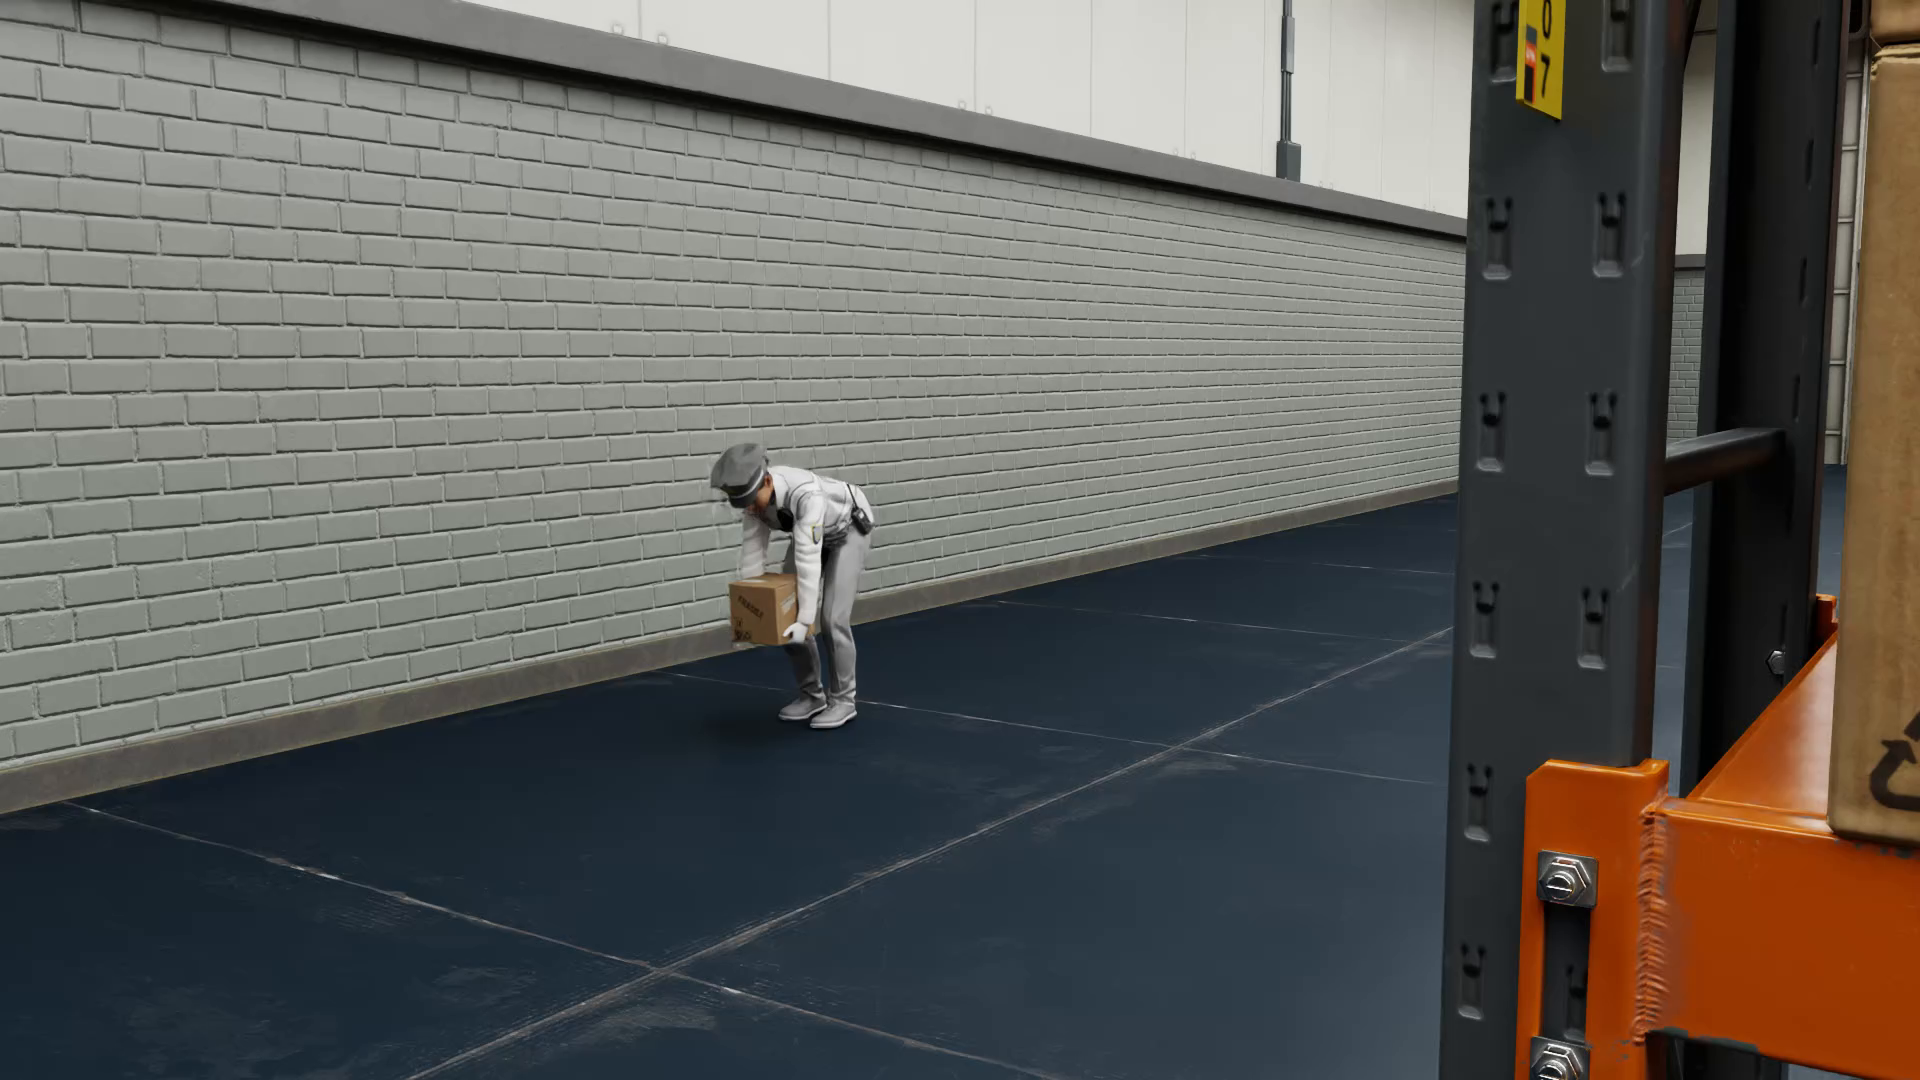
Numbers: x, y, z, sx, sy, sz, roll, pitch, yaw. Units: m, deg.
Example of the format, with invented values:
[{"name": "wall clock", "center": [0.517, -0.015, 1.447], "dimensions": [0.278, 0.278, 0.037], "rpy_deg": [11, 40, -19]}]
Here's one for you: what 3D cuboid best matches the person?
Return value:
[{"name": "person", "center": [-0.719, 0.198, 7.115], "dimensions": [0.412, 1.251, 0.905], "rpy_deg": [4, 8, 32]}]
